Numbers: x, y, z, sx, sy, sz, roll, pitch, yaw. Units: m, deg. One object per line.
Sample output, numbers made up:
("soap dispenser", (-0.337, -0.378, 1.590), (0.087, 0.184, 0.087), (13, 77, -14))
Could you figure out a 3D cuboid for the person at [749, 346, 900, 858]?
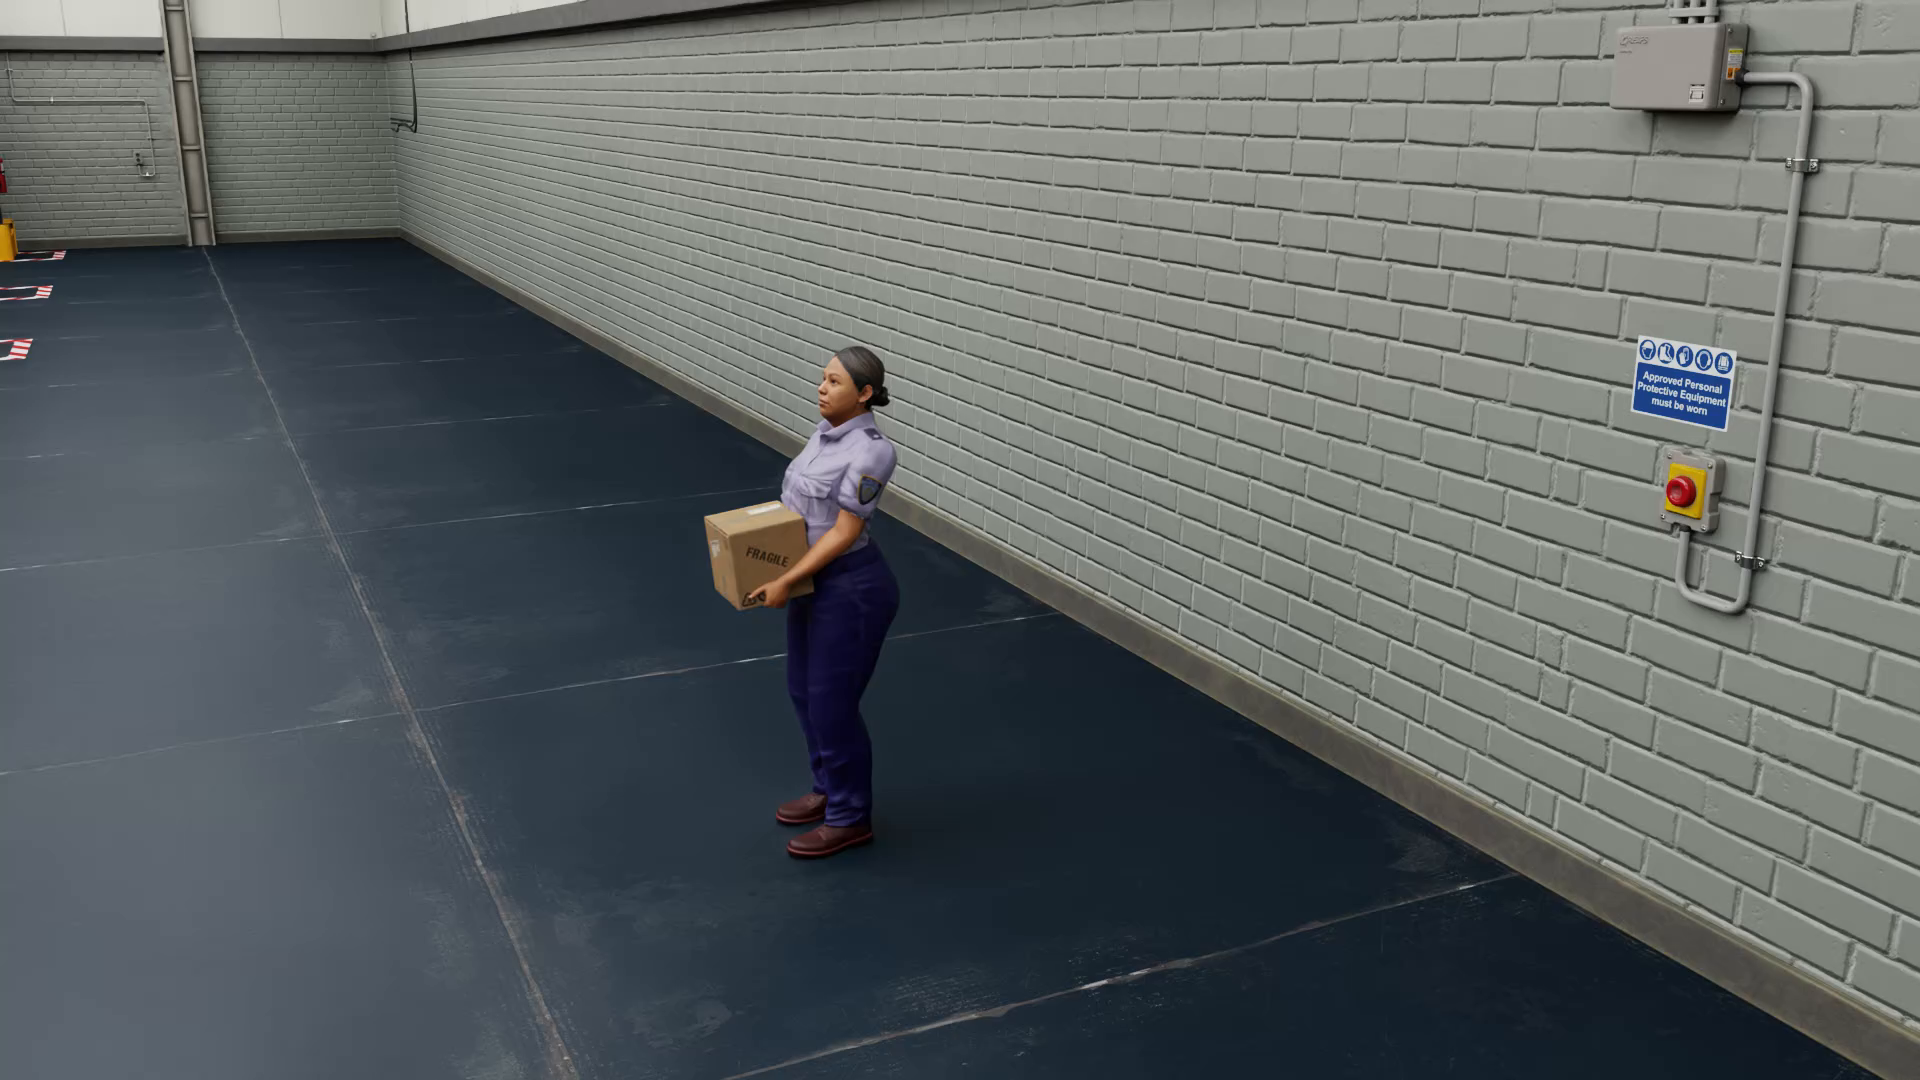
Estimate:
("person", (-0.466, 0.197, 5.355), (0.524, 1.635, 0.452), (-7, 17, -24))
